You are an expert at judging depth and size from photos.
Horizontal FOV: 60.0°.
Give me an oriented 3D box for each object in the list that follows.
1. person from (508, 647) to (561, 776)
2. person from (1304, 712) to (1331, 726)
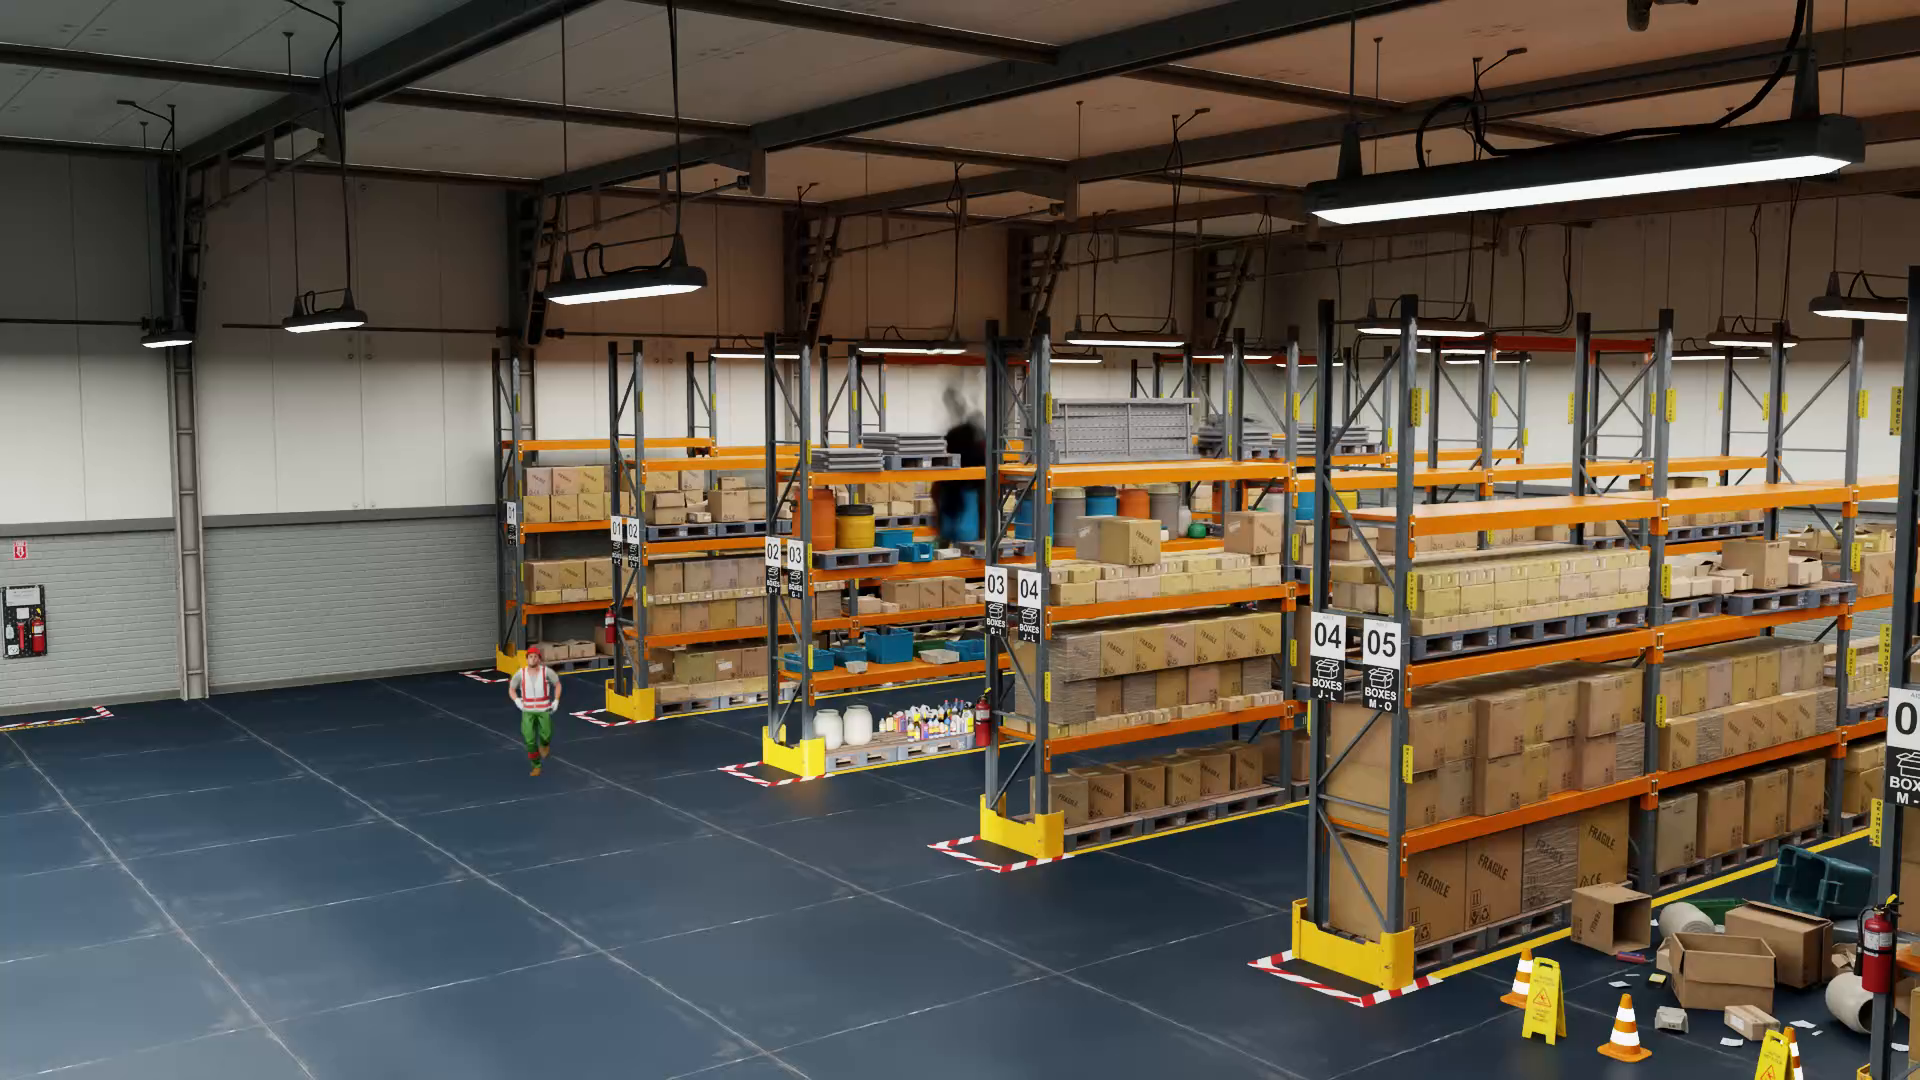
[{"bbox_3d":[-5.781,2.316,22.636,0.704,1.737,0.602,-1,5,-14],"label":"person"},{"bbox_3d":[5.237,2.135,24.426,1.027,1.772,0.707,-5,7,-45],"label":"person"}]
